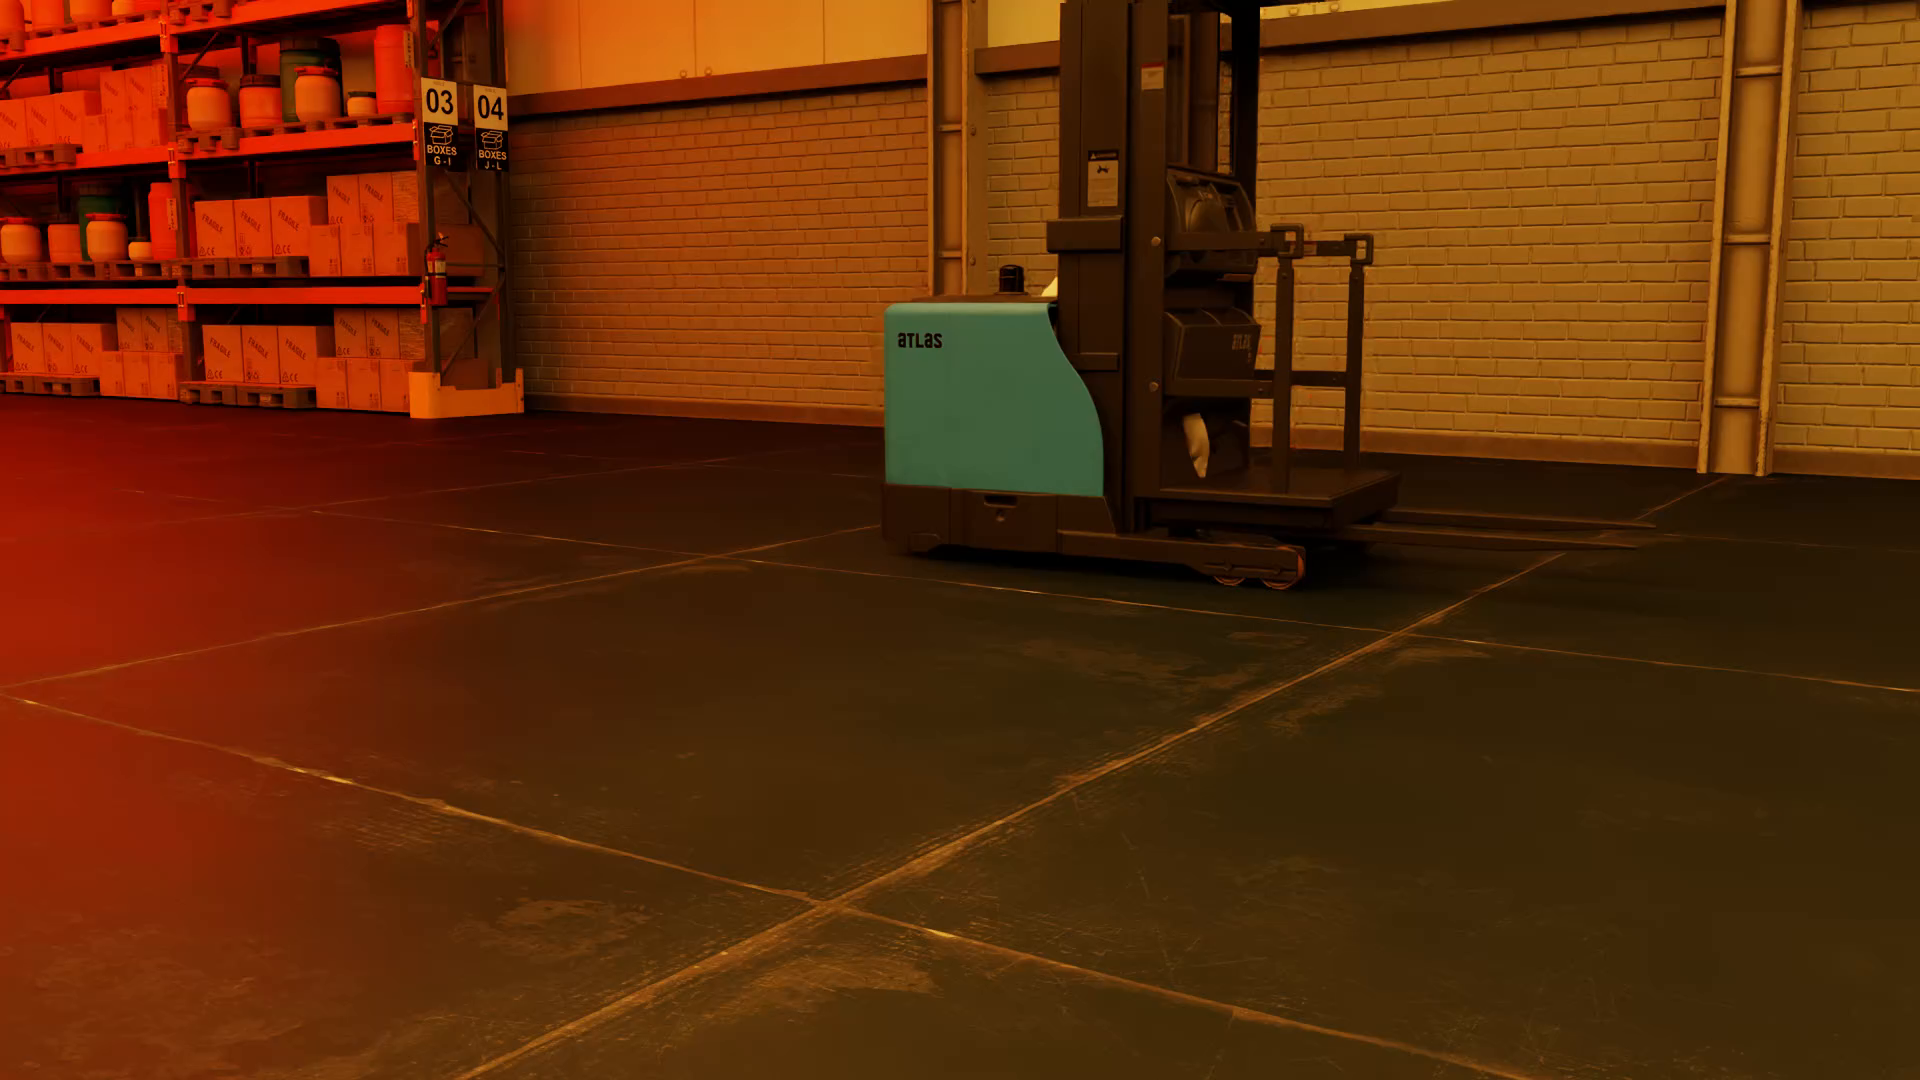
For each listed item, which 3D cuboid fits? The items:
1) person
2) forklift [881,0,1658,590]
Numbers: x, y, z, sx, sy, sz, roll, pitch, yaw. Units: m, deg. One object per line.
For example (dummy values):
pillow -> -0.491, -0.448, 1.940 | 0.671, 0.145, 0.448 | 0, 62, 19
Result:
person -> 0.764, -0.713, 6.933 | 0.835, 1.619, 0.580 | -2, 8, -17
forklift -> 1.207, -1.347, 6.668 | 3.031, 2.935, 1.130 | 4, 9, 28
